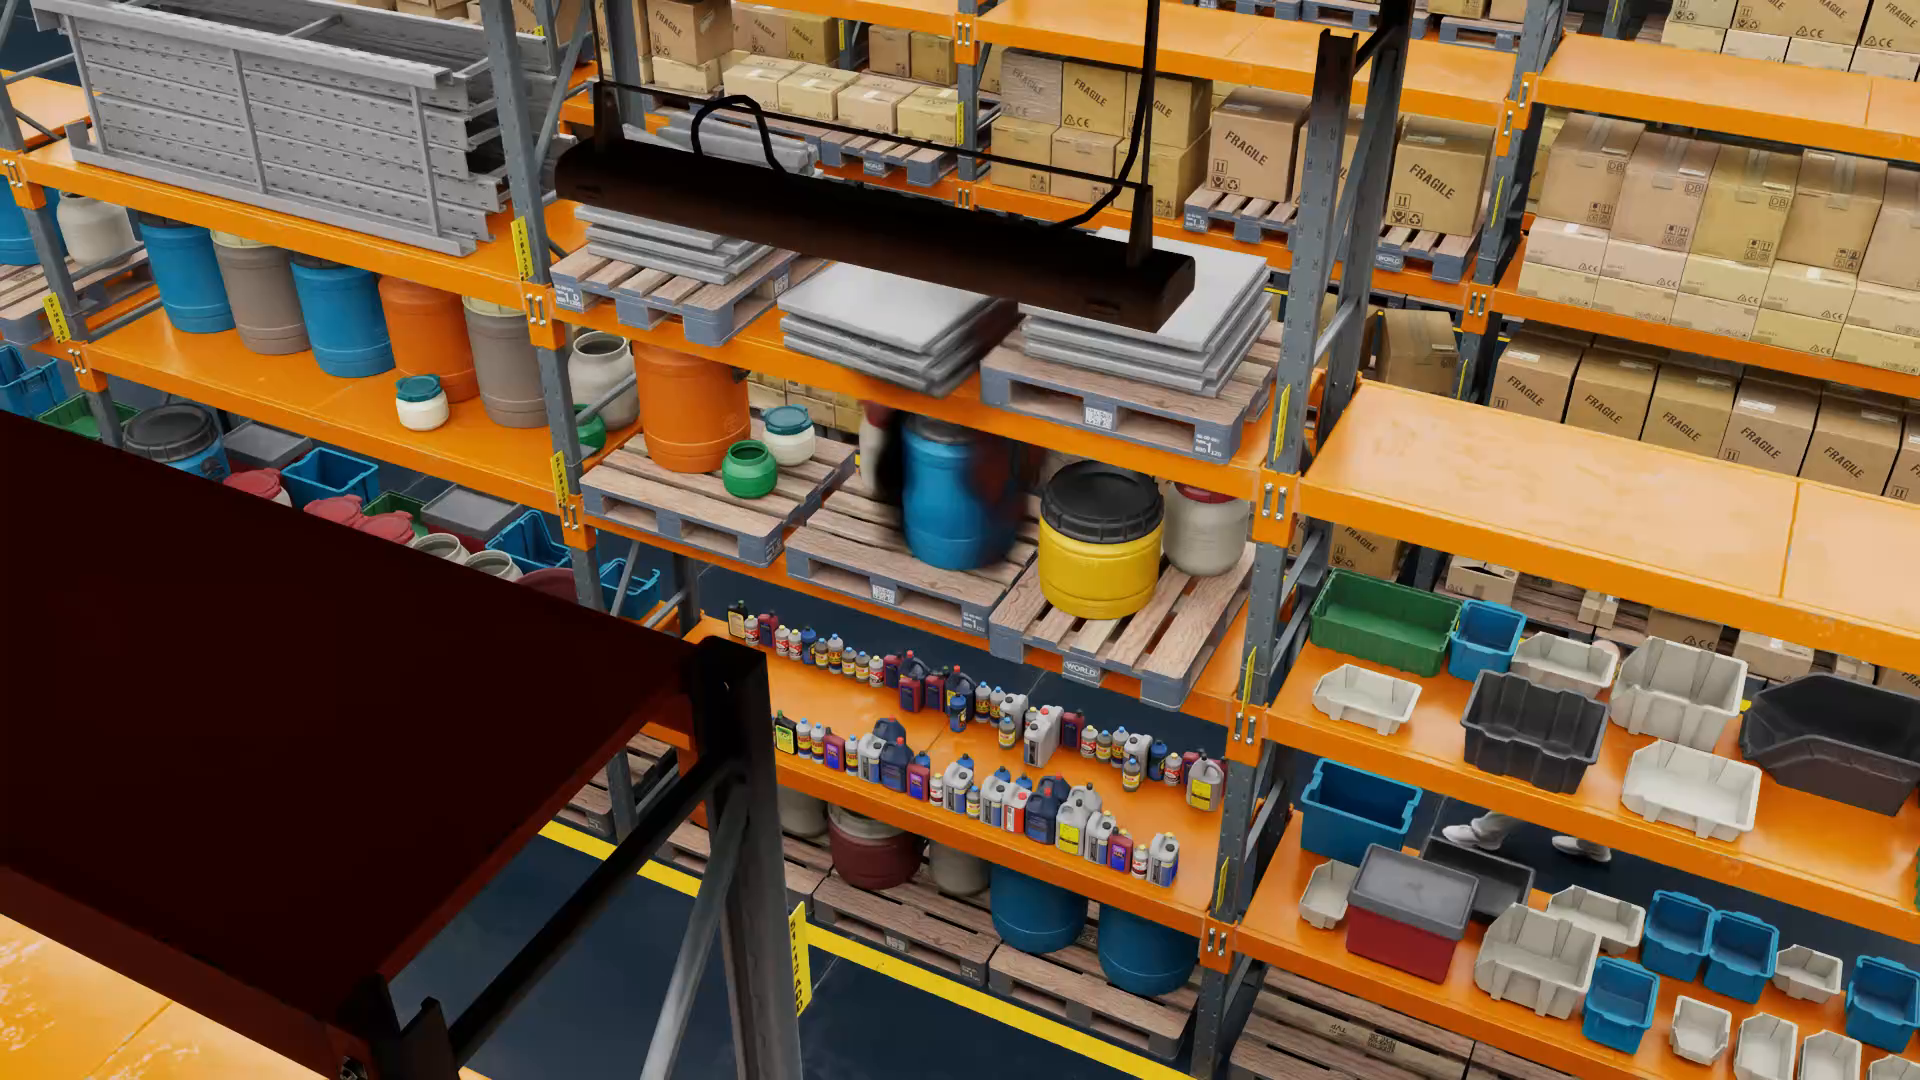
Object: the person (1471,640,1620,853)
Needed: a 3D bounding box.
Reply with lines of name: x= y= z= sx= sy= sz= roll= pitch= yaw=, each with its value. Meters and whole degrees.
person: x=3.800 y=1.295 z=10.444 sx=0.867 sy=1.674 sz=0.566 roll=15 pitch=38 yaw=20
